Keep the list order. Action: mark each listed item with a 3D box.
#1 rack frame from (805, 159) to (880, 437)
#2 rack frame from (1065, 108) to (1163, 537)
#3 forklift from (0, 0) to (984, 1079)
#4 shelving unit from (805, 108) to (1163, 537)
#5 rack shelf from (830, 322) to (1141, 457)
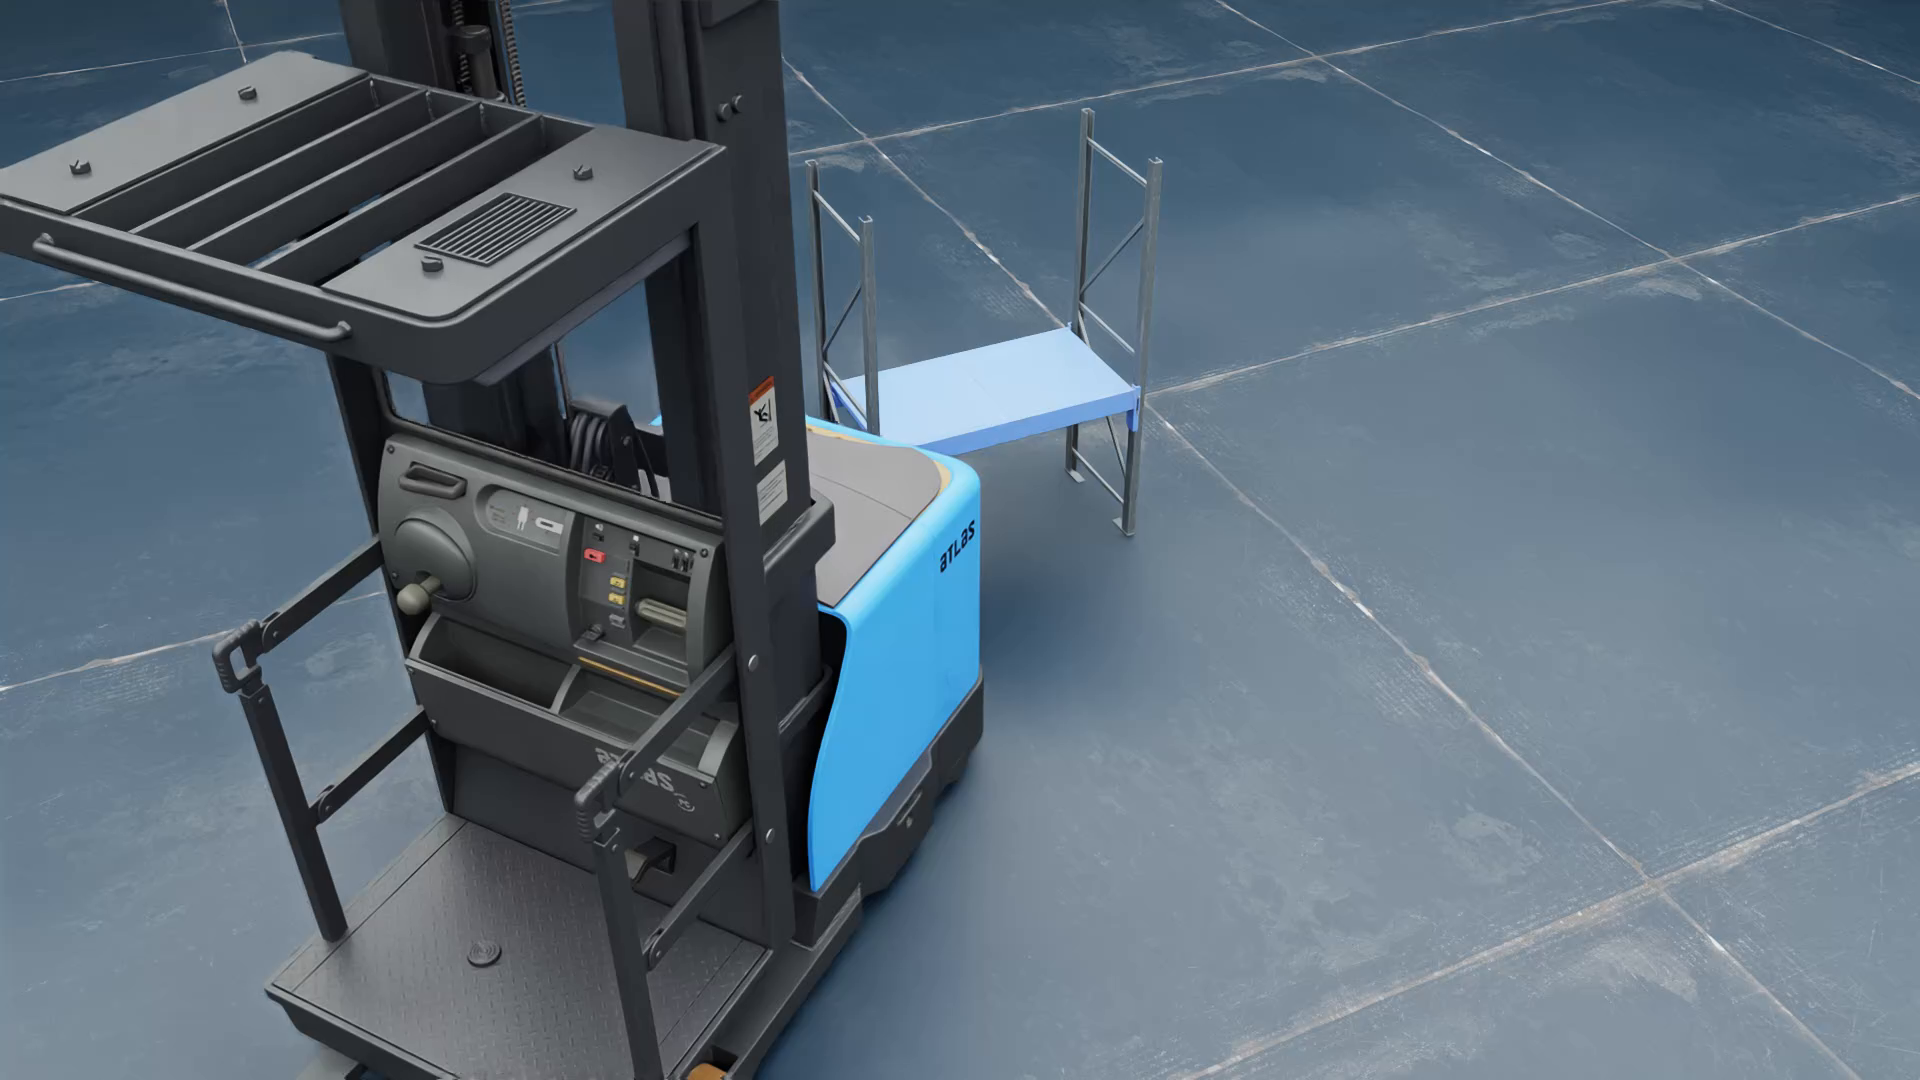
[{"bbox_3d":[-0.383,-0.495,5.659,0.032,1.500,0.500,-16,39,-20],"label":"rack frame"},{"bbox_3d":[0.537,-0.753,6.006,0.032,1.500,0.500,-16,39,-20],"label":"rack frame"},{"bbox_3d":[-1.048,0.118,3.630,1.130,2.935,3.031,17,40,22],"label":"forklift"},{"bbox_3d":[0.077,-0.624,5.832,1.048,1.500,0.538,-16,39,-20],"label":"shelving unit"},{"bbox_3d":[0.077,-0.480,5.939,1.000,0.185,0.538,-16,39,-20],"label":"rack shelf"}]
